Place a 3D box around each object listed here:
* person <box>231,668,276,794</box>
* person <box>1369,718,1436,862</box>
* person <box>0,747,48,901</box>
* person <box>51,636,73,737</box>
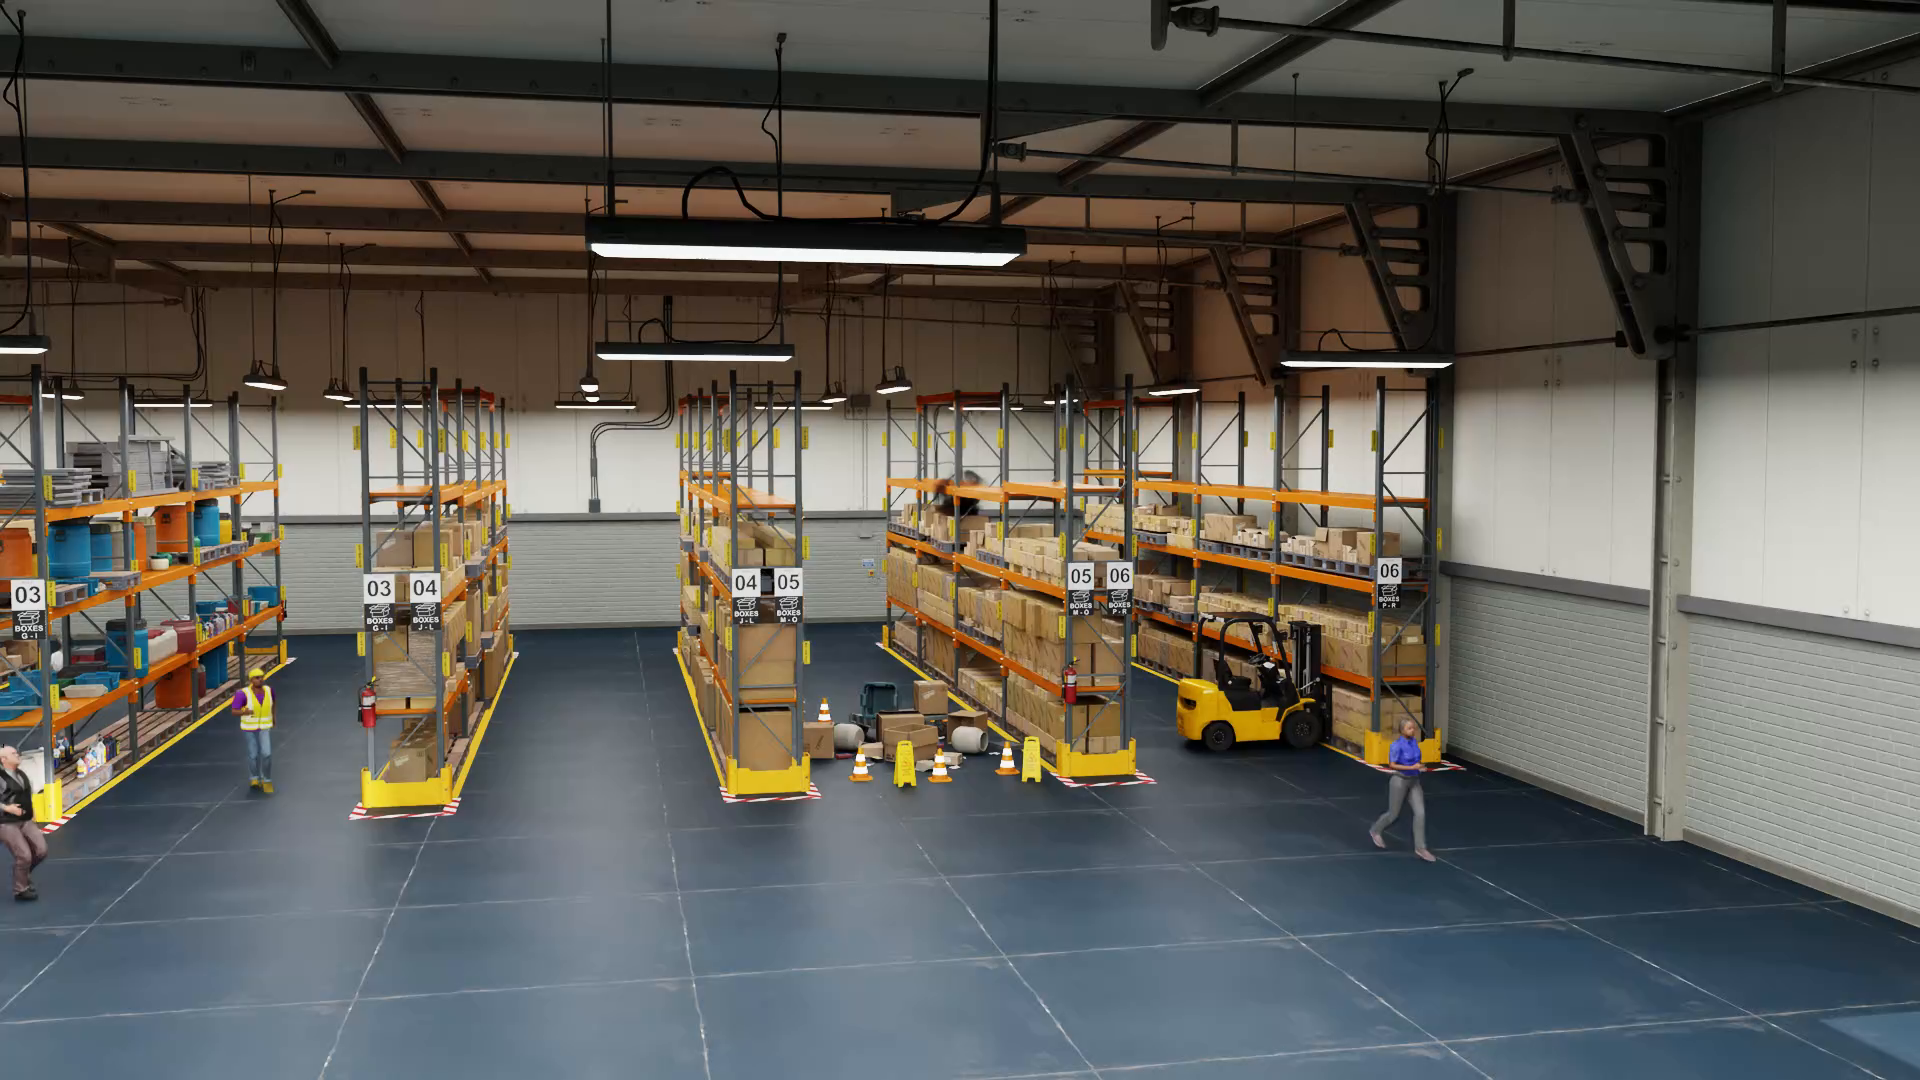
[{"bbox_3d":[-10.018,2.729,23.663,0.657,1.824,0.746,-2,4,-34],"label":"person"},{"bbox_3d":[5.352,2.962,20.013,0.593,1.653,0.934,-2,4,-31],"label":"person"},{"bbox_3d":[-10.280,3.089,18.142,0.554,1.665,0.663,1,3,12],"label":"person"},{"bbox_3d":[-15.391,2.487,28.600,0.553,1.697,1.009,-1,3,-13],"label":"person"}]
